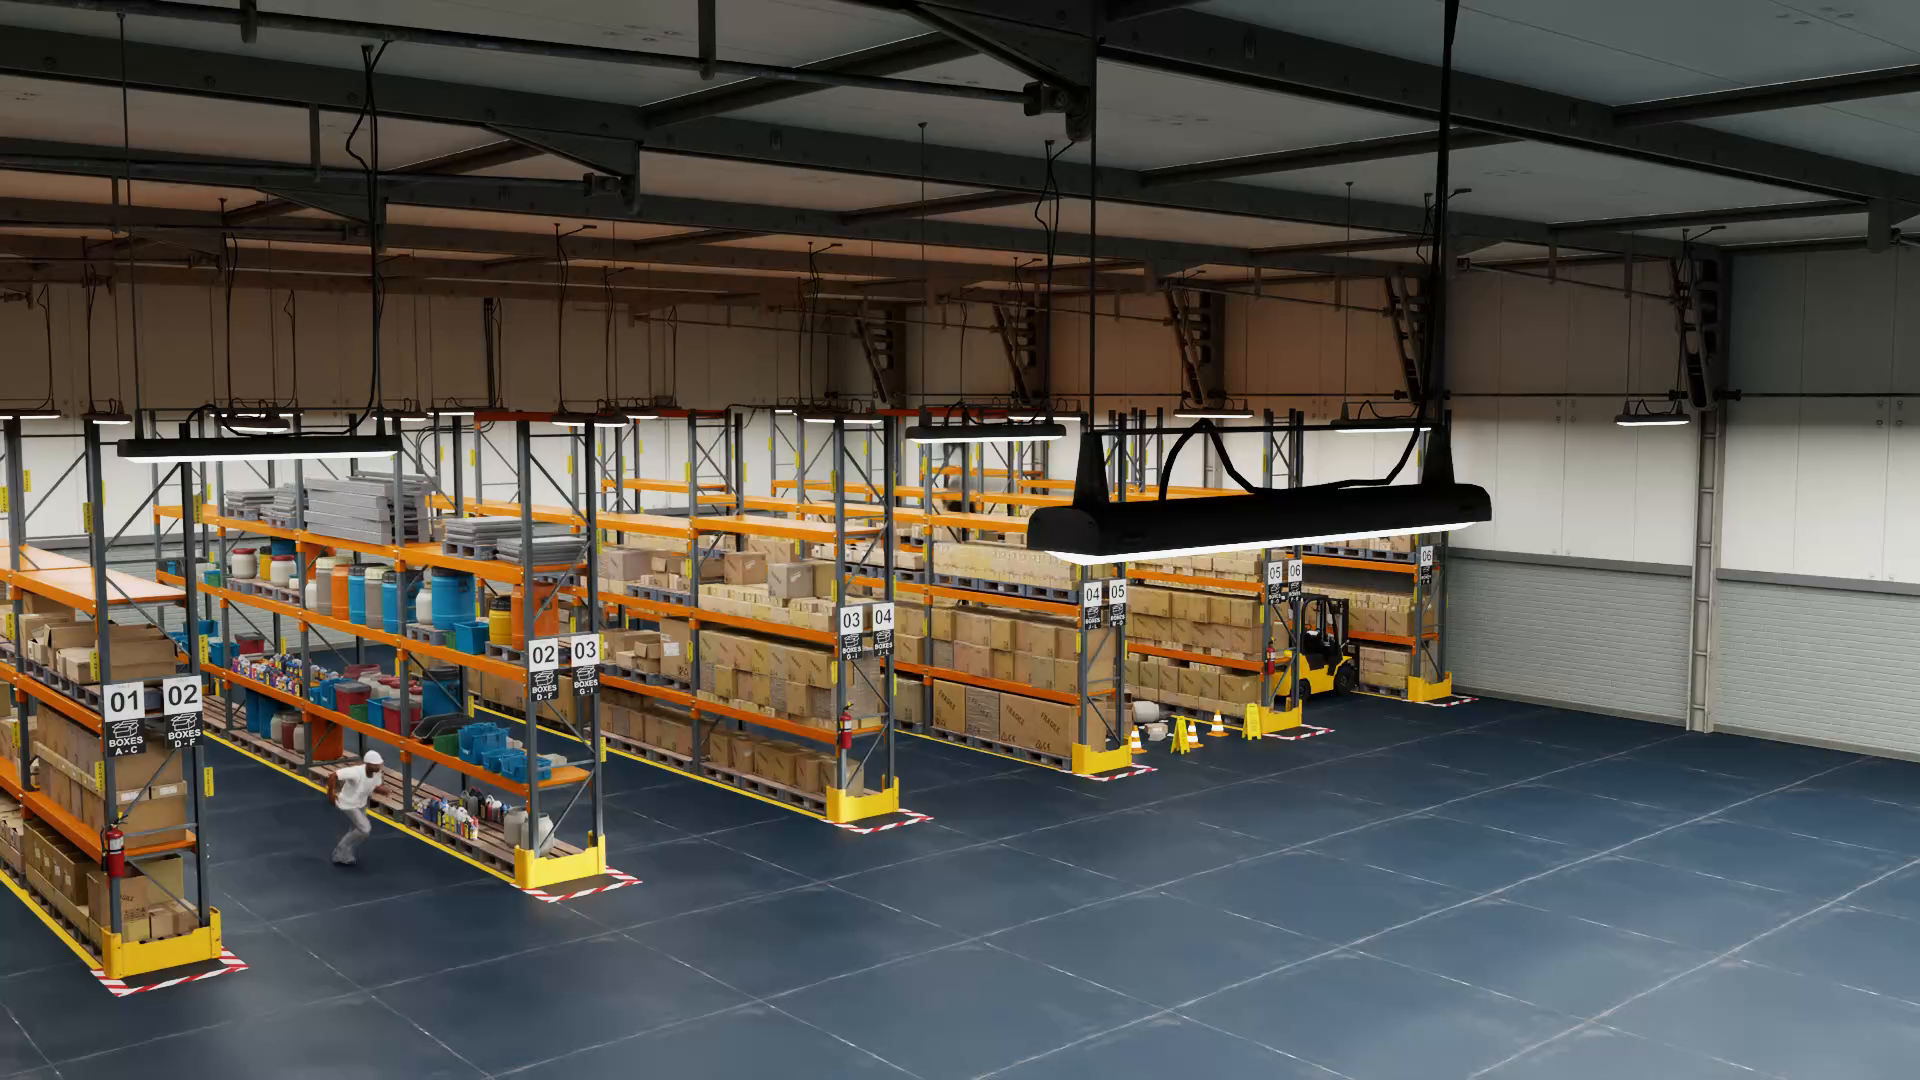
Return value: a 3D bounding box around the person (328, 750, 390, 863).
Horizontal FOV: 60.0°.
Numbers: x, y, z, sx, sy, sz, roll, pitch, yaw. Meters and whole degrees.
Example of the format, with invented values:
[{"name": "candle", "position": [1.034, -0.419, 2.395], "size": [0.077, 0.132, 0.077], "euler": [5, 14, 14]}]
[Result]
[{"name": "person", "position": [-8.067, 3.582, 22.208], "size": [0.898, 1.578, 0.739], "euler": [2, 5, 20]}]
